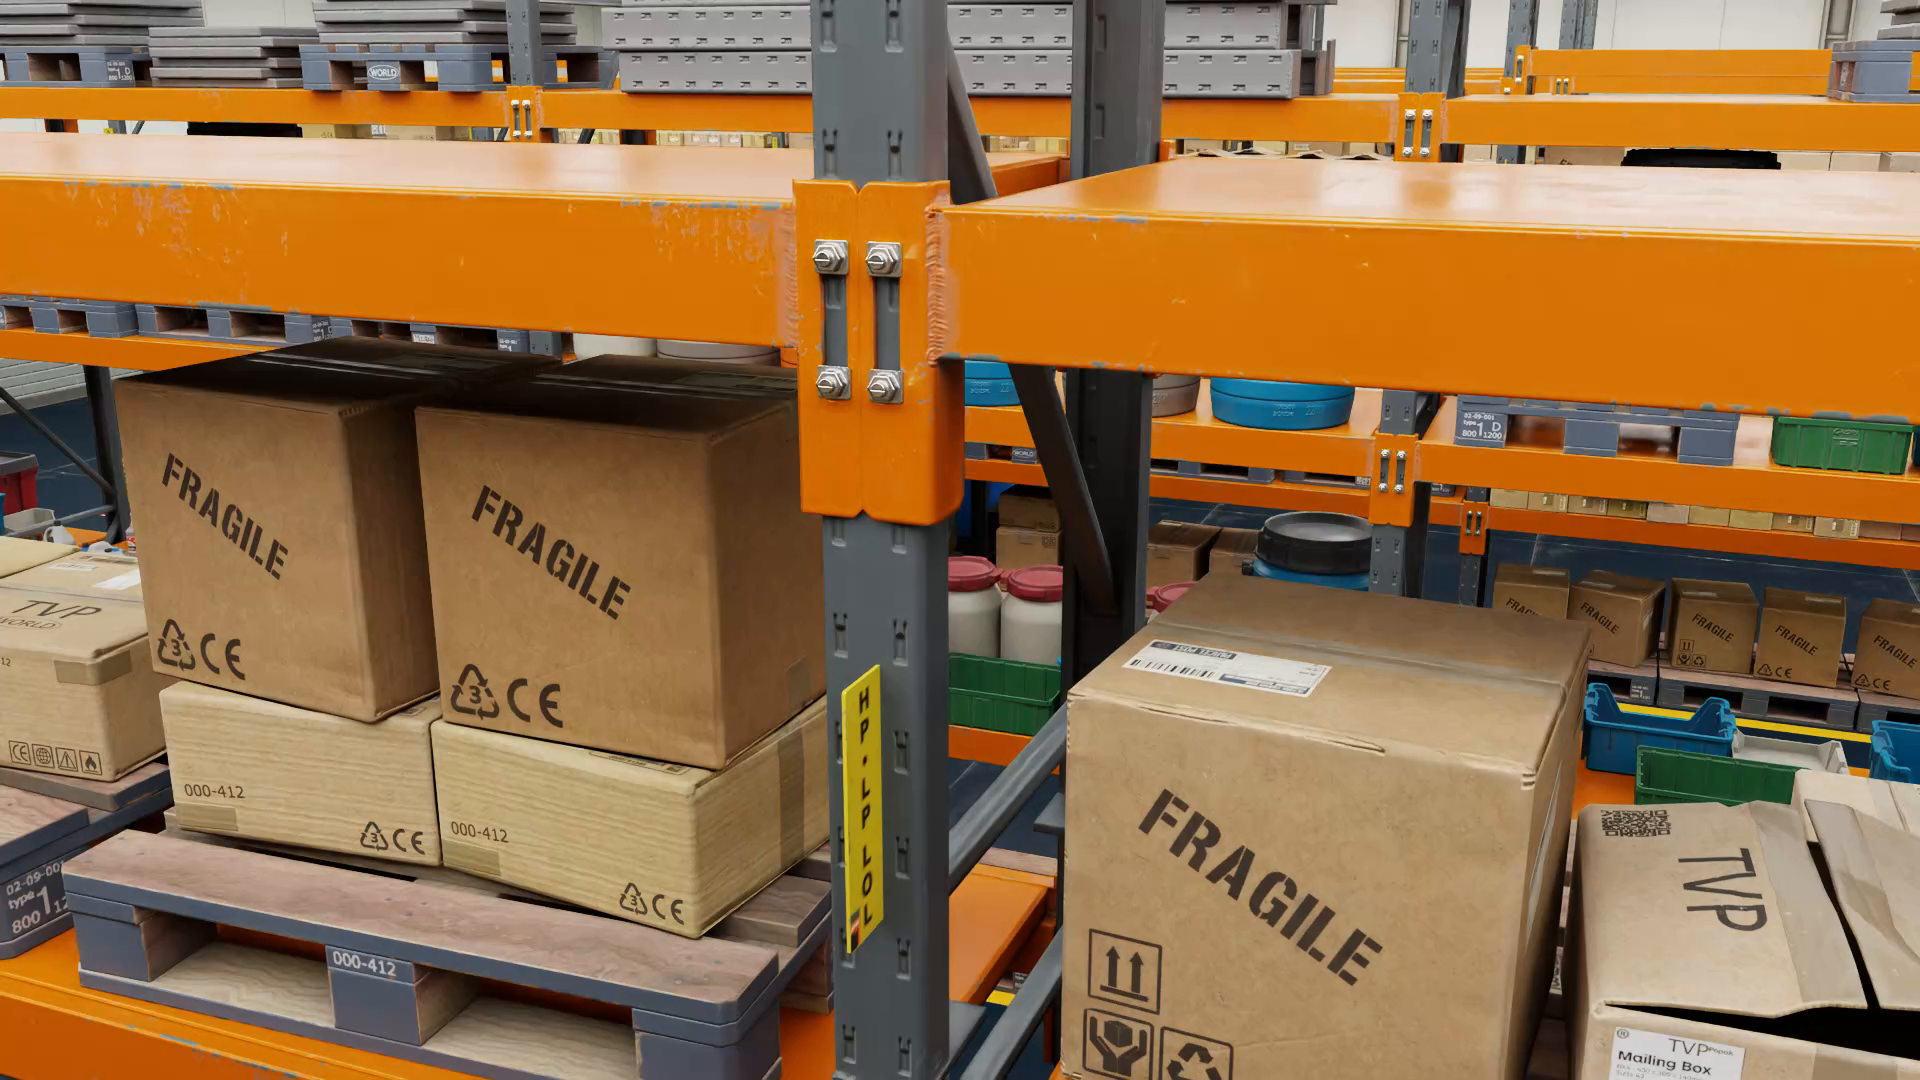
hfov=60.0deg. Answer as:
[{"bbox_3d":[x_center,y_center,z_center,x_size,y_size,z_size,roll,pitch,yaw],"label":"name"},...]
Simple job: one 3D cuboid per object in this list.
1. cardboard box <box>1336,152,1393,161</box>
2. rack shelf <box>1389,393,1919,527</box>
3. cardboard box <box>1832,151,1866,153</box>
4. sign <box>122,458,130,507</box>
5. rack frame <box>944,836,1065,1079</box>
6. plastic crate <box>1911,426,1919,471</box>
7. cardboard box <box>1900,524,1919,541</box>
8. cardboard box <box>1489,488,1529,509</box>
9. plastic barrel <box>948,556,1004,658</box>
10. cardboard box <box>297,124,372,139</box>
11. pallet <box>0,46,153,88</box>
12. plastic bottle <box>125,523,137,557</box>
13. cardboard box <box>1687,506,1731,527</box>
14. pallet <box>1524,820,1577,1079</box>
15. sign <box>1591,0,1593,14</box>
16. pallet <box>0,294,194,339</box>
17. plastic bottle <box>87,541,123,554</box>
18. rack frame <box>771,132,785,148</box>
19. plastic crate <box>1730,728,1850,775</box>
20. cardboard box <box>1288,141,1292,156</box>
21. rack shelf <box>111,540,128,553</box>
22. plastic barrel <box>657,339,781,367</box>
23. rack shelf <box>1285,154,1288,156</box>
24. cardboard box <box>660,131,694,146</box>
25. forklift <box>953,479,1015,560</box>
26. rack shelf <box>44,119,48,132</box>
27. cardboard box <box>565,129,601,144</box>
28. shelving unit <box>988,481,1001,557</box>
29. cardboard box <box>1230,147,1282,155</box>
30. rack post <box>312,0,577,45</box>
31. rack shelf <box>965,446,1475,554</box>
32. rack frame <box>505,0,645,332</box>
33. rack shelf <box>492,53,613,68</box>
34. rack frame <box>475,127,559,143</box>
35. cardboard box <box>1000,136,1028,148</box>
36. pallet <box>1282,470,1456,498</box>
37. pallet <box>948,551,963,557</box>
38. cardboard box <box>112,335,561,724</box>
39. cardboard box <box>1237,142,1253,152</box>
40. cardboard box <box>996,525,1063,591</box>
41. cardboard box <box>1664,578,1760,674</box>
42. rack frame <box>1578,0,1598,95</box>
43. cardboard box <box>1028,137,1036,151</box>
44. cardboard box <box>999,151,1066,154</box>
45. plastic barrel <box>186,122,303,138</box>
[{"bbox_3d":[3.921,-3.605,16.134,0.500,0.311,0.500,6,17,19],"label":"cardboard box"},{"bbox_3d":[3.761,-0.165,6.348,4.000,0.370,1.077,6,17,21],"label":"rack shelf"},{"bbox_3d":[7.732,-3.455,14.479,0.250,0.149,0.380,6,17,20],"label":"cardboard box"},{"bbox_3d":[-5.338,-0.368,10.642,0.005,0.325,0.100,6,17,21],"label":"sign"},{"bbox_3d":[0.080,2.010,2.947,0.127,3.000,1.000,6,17,21],"label":"rack frame"},{"bbox_3d":[3.737,-0.415,5.948,0.575,0.384,0.392,6,17,21],"label":"plastic crate"},{"bbox_3d":[6.170,-0.109,10.695,0.250,0.149,0.380,6,17,21],"label":"cardboard box"},{"bbox_3d":[3.808,-0.338,11.486,0.250,0.149,0.380,6,17,21],"label":"cardboard box"},{"bbox_3d":[0.006,0.386,8.296,0.433,0.535,0.433,0,16,0],"label":"plastic barrel"},{"bbox_3d":[-5.570,-3.676,14.694,0.500,0.250,0.500,6,17,19],"label":"cardboard box"},{"bbox_3d":[-4.760,-2.614,9.171,1.213,0.211,1.003,6,17,21],"label":"pallet"},{"bbox_3d":[-5.084,-0.007,10.249,0.097,0.201,0.097,0,16,0],"label":"plastic bottle"},{"bbox_3d":[4.980,-0.217,11.068,0.250,0.149,0.380,6,17,21],"label":"cardboard box"},{"bbox_3d":[0.883,0.692,2.264,1.213,0.211,1.003,6,17,21],"label":"pallet"},{"bbox_3d":[8.984,-7.643,23.618,0.005,0.325,0.100,6,17,21],"label":"sign"},{"bbox_3d":[-4.776,-1.388,9.609,1.003,0.211,1.213,6,17,21],"label":"pallet"},{"bbox_3d":[-4.910,0.150,9.575,0.135,0.276,0.152,6,17,21],"label":"plastic bottle"},{"bbox_3d":[-1.810,-5.535,18.174,0.127,3.000,1.000,6,17,21],"label":"rack frame"},{"bbox_3d":[3.504,0.953,7.062,0.437,0.136,0.530,6,17,21],"label":"plastic crate"},{"bbox_3d":[4.511,-4.927,21.283,0.500,0.500,0.700,6,17,21],"label":"cardboard box"},{"bbox_3d":[-3.681,0.457,9.585,4.000,0.370,1.077,6,17,21],"label":"rack shelf"},{"bbox_3d":[-1.136,-1.225,7.809,0.600,0.901,0.600,0,16,0],"label":"plastic barrel"},{"bbox_3d":[3.590,-6.126,26.881,4.000,0.370,1.077,6,17,21],"label":"rack shelf"},{"bbox_3d":[-3.174,-4.519,18.714,0.250,0.149,0.380,6,17,18],"label":"cardboard box"},{"bbox_3d":[-0.251,-1.567,15.392,1.130,2.935,3.031,-7,18,-23],"label":"forklift"},{"bbox_3d":[-7.402,-2.641,10.214,4.000,0.370,1.077,6,17,21],"label":"rack shelf"},{"bbox_3d":[-4.353,-4.669,19.230,0.250,0.149,0.380,7,18,22],"label":"cardboard box"},{"bbox_3d":[0.402,-0.756,13.940,0.503,2.100,0.431,2,16,30],"label":"shelving unit"},{"bbox_3d":[2.993,-3.863,17.022,0.500,0.311,0.500,6,17,21],"label":"cardboard box"},{"bbox_3d":[-2.509,-2.592,8.173,0.937,0.300,0.954,6,17,21],"label":"rack post"},{"bbox_3d":[1.858,-0.418,12.601,4.000,0.370,1.077,6,17,21],"label":"rack shelf"},{"bbox_3d":[-1.820,-2.565,7.944,0.127,3.000,1.000,6,17,21],"label":"rack frame"},{"bbox_3d":[-3.671,-5.392,18.979,4.000,0.370,1.077,6,17,21],"label":"rack shelf"},{"bbox_3d":[-3.724,-4.259,13.778,0.127,3.000,1.000,6,17,21],"label":"rack frame"},{"bbox_3d":[0.626,-5.473,22.408,0.500,0.500,0.500,6,17,20],"label":"cardboard box"},{"bbox_3d":[3.060,-0.583,12.222,1.213,0.211,1.003,6,17,21],"label":"pallet"},{"bbox_3d":[-0.709,0.271,13.939,1.213,0.211,1.003,6,17,21],"label":"pallet"},{"bbox_3d":[-1.018,-0.046,2.819,0.500,0.500,0.500,8,18,26],"label":"cardboard box"},{"bbox_3d":[4.417,-6.235,26.237,0.500,0.250,0.500,6,17,21],"label":"cardboard box"},{"bbox_3d":[0.628,0.084,13.274,0.500,0.500,0.700,5,17,18],"label":"cardboard box"},{"bbox_3d":[5.217,0.591,11.565,0.500,0.500,0.500,5,17,16],"label":"cardboard box"},{"bbox_3d":[9.172,-7.298,24.248,0.127,3.000,1.000,6,17,21],"label":"rack frame"},{"bbox_3d":[0.904,-4.282,17.687,0.258,0.266,0.396,6,17,21],"label":"cardboard box"},{"bbox_3d":[0.533,-2.713,12.759,0.500,0.500,0.500,7,18,22],"label":"cardboard box"},{"bbox_3d":[-3.897,-1.841,9.178,0.708,0.901,0.600,6,17,21],"label":"plastic barrel"}]
